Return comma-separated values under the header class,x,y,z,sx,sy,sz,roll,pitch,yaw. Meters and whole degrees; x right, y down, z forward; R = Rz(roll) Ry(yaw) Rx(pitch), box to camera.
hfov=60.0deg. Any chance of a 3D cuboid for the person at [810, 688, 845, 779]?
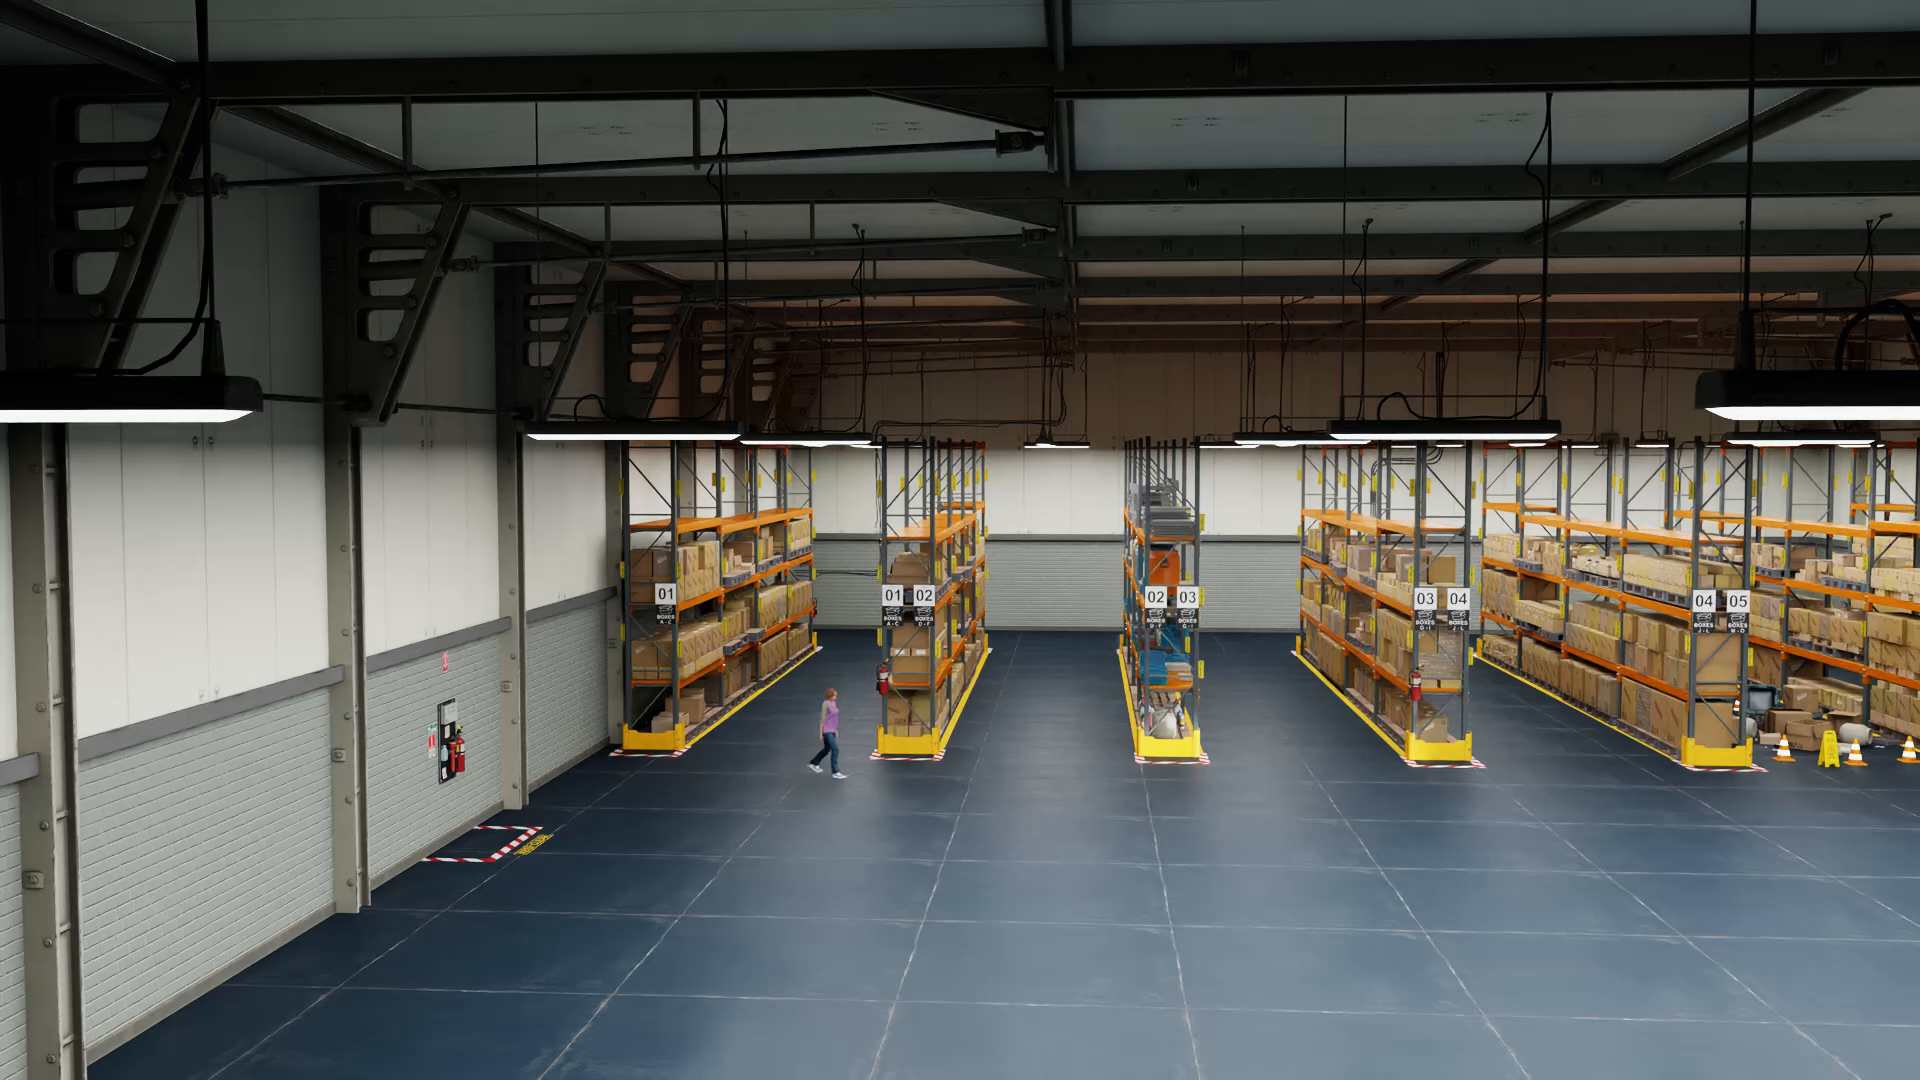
class,x,y,z,sx,sy,sz,roll,pitch,yaw
person,-2.335,3.374,29.256,0.791,1.560,0.429,1,3,17
